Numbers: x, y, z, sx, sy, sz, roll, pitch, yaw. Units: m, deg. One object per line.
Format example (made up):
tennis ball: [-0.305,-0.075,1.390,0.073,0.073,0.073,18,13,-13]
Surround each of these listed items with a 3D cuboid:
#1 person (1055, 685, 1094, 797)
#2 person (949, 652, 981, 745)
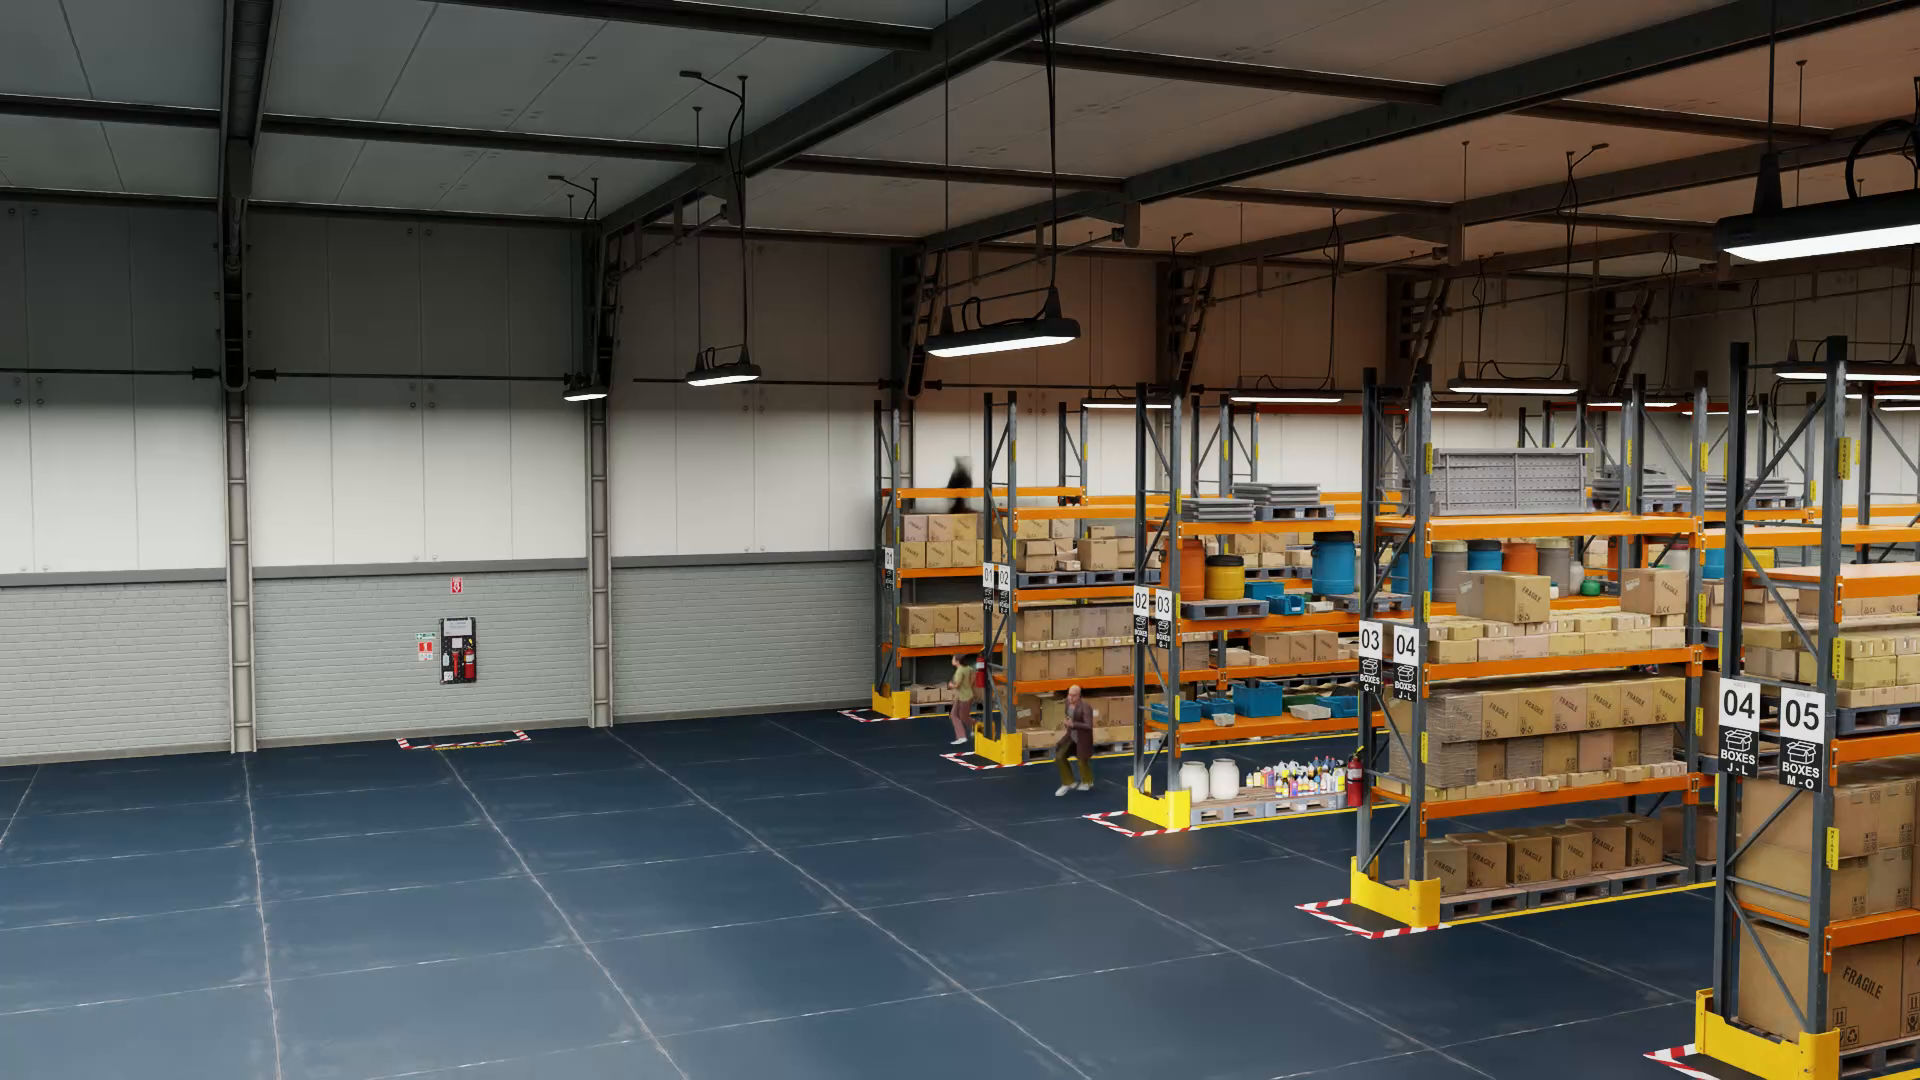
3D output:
person: [1.737,2.909,24.214,0.677,1.663,1.084,2,4,36]
person: [0.136,2.720,28.569,0.653,1.618,0.703,0,3,-1]
